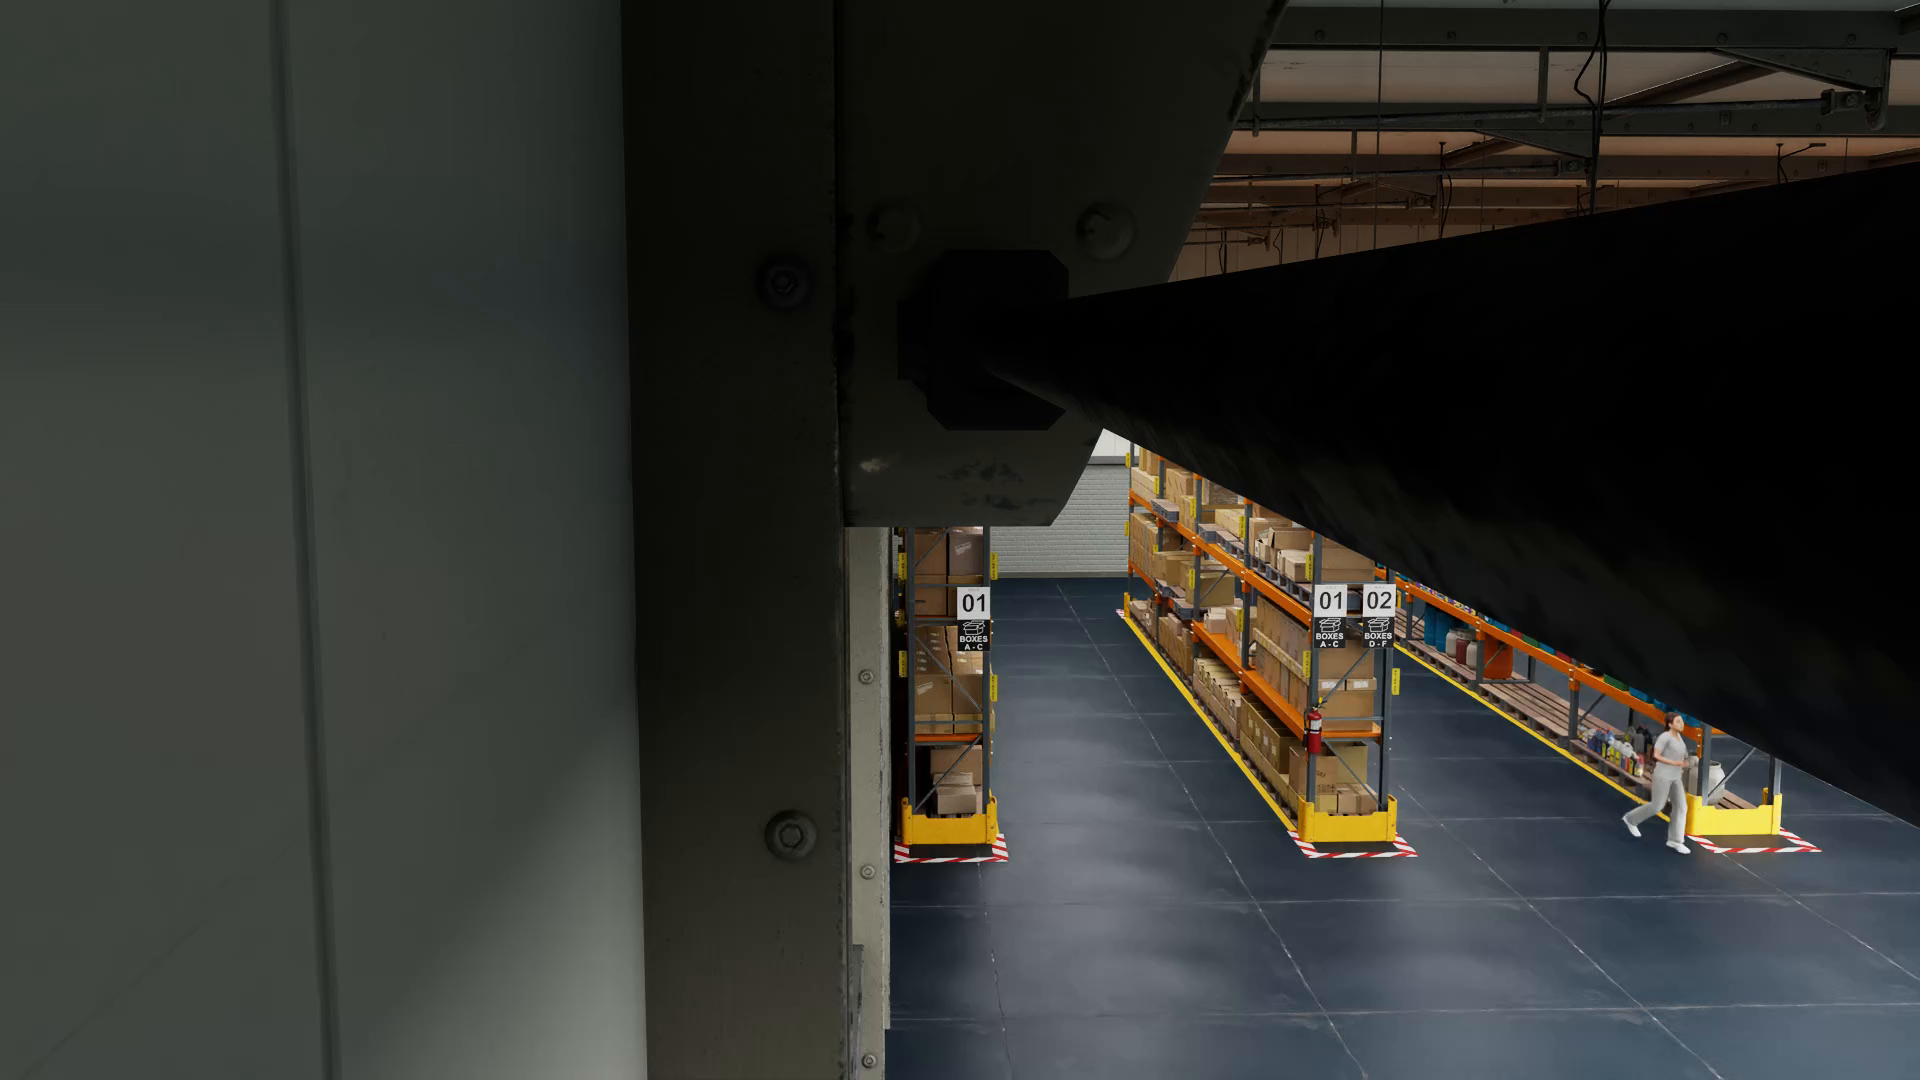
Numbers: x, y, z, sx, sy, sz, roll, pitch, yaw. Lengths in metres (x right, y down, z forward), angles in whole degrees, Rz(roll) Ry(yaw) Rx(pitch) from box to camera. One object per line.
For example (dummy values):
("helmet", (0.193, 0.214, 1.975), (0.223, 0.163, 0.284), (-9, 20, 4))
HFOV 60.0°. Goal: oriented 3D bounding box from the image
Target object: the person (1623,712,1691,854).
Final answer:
("person", (8.624, 2.914, 20.337), (0.579, 1.678, 0.877), (-5, 9, -32))
